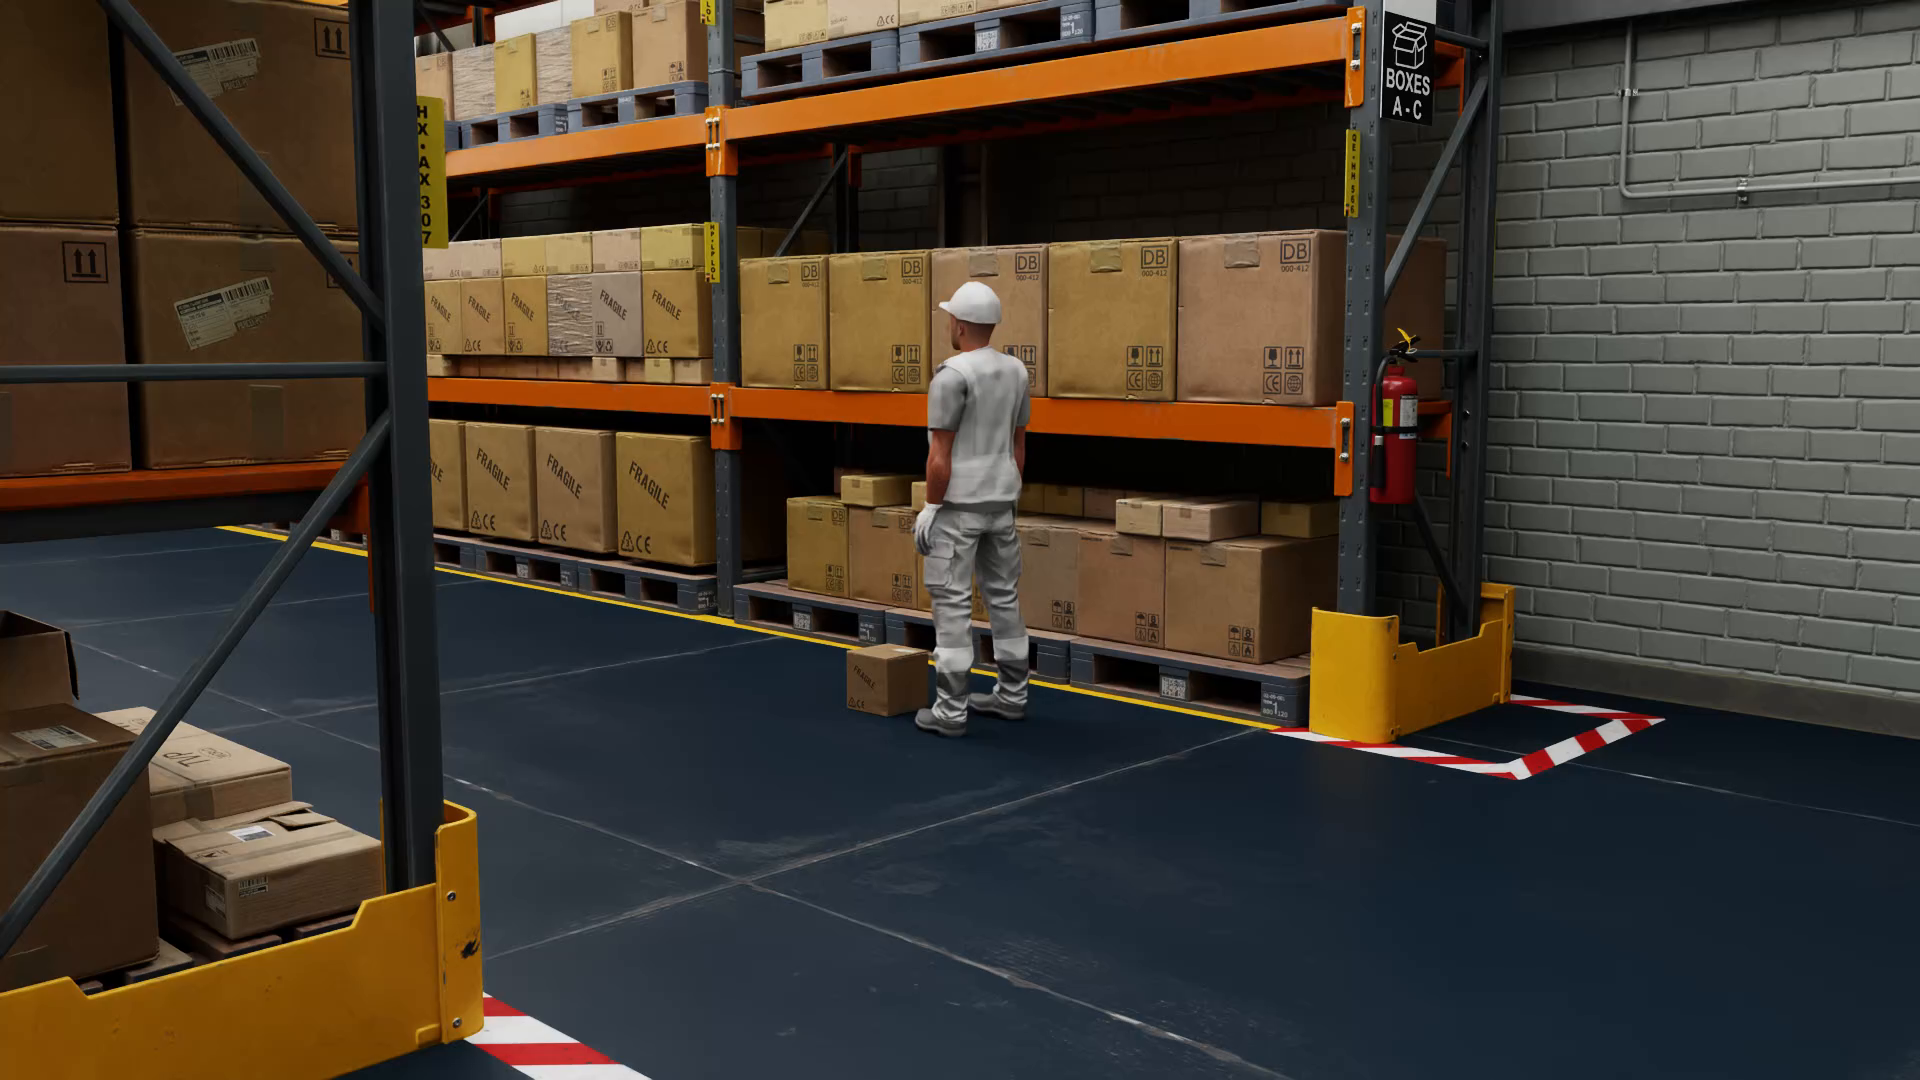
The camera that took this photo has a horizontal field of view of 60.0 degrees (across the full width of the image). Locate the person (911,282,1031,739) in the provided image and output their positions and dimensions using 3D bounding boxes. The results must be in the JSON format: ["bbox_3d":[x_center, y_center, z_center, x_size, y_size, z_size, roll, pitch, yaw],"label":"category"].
[{"bbox_3d":[0.021,-0.132,6.692,0.570,1.792,0.405,-6,9,-40],"label":"person"}]
